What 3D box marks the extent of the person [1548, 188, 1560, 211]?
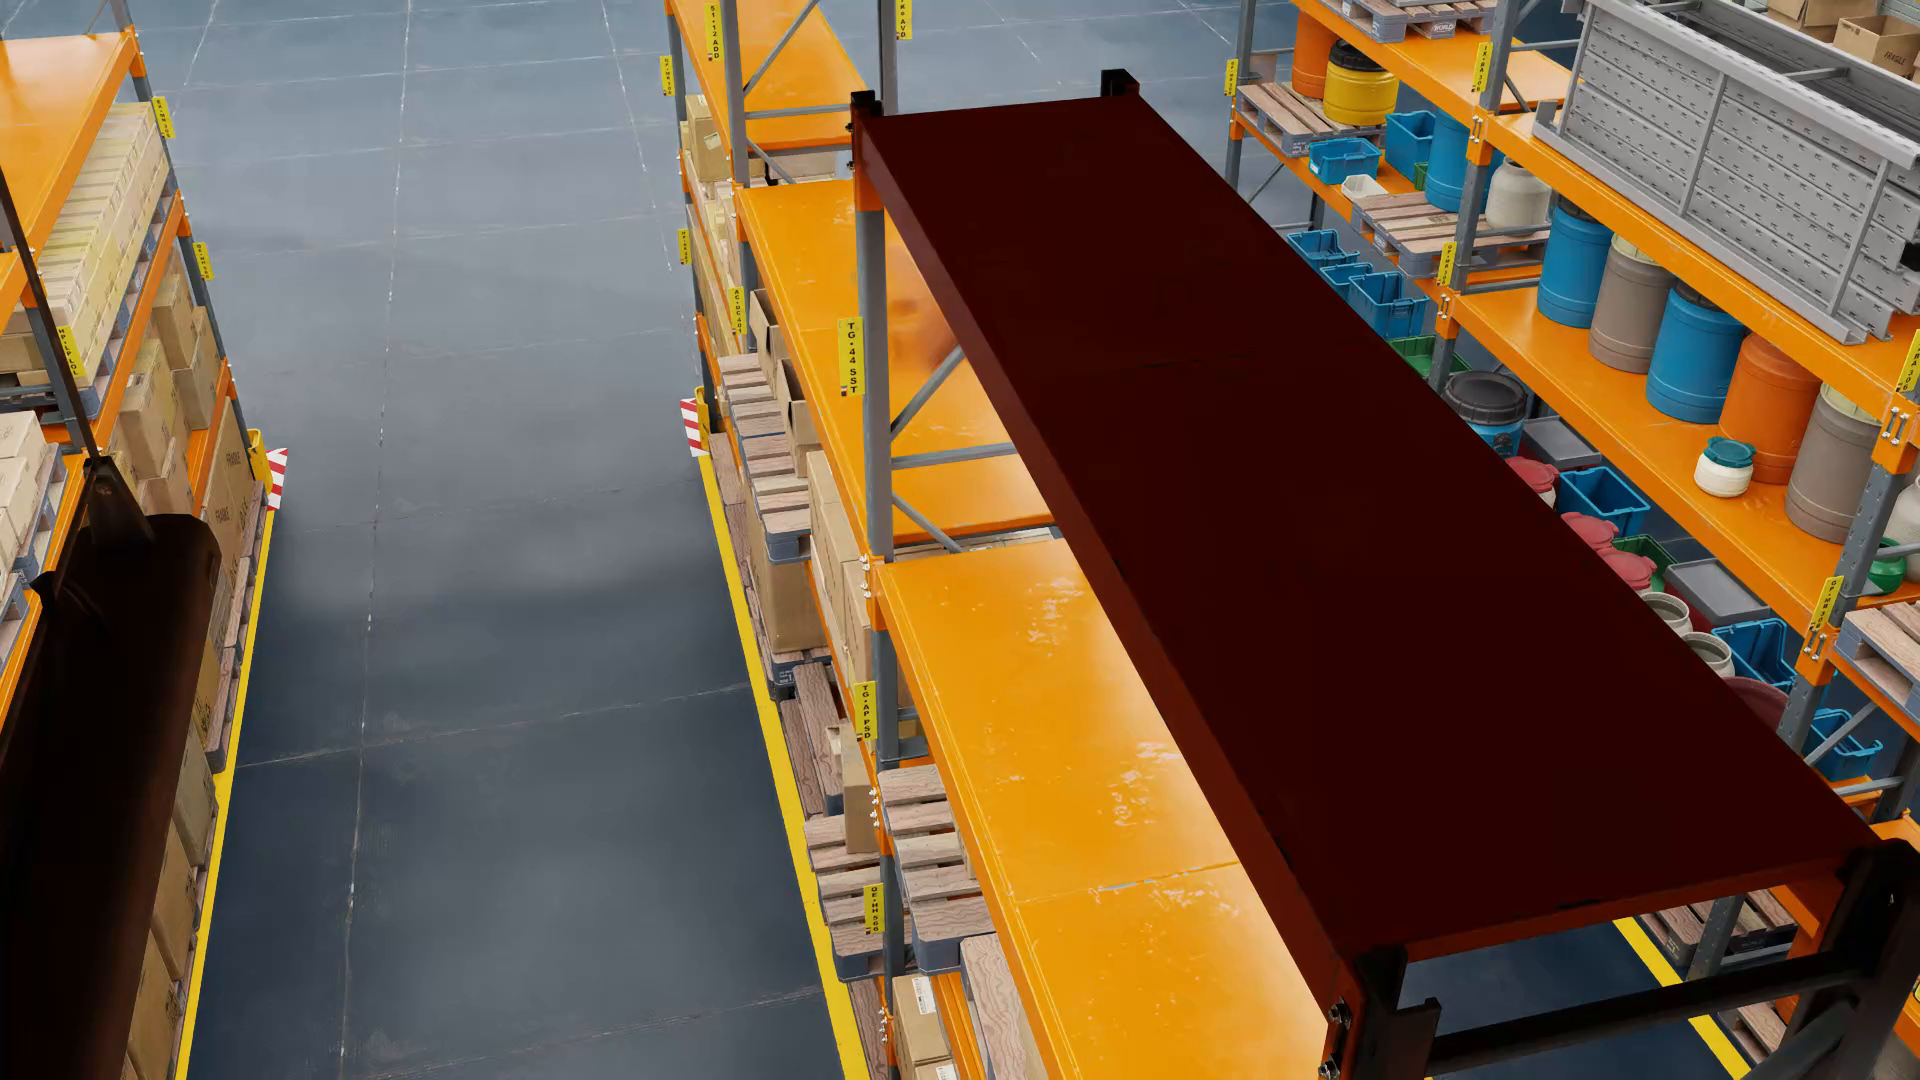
[{"bbox_3d":[6.610,-4.030,18.510,0.894,1.707,0.576,12,36,16],"label":"person"}]
